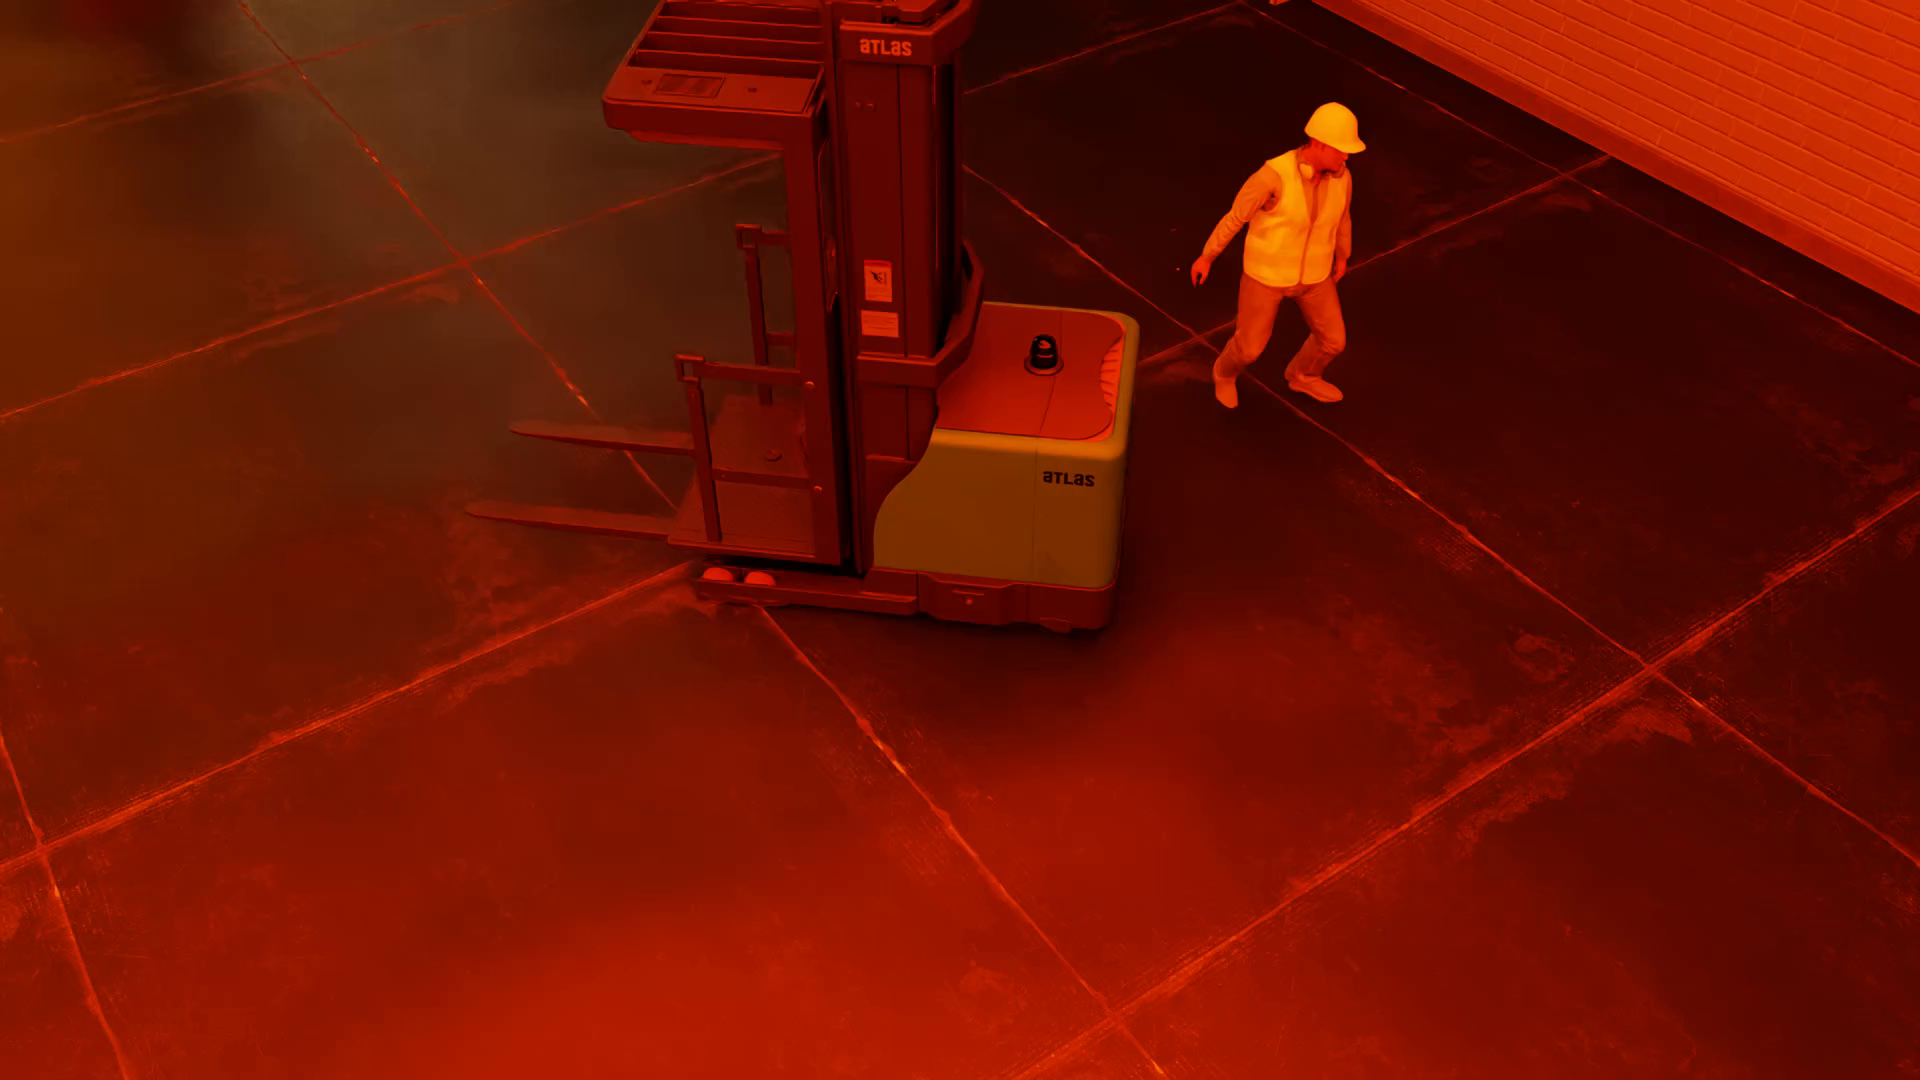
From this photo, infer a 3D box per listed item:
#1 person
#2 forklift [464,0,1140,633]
[{"bbox_3d":[1.554,-1.345,8.112,0.854,1.743,0.492,-9,43,-9],"label":"person"},{"bbox_3d":[-0.750,-1.121,6.931,3.031,2.935,1.130,6,43,6],"label":"forklift"}]
